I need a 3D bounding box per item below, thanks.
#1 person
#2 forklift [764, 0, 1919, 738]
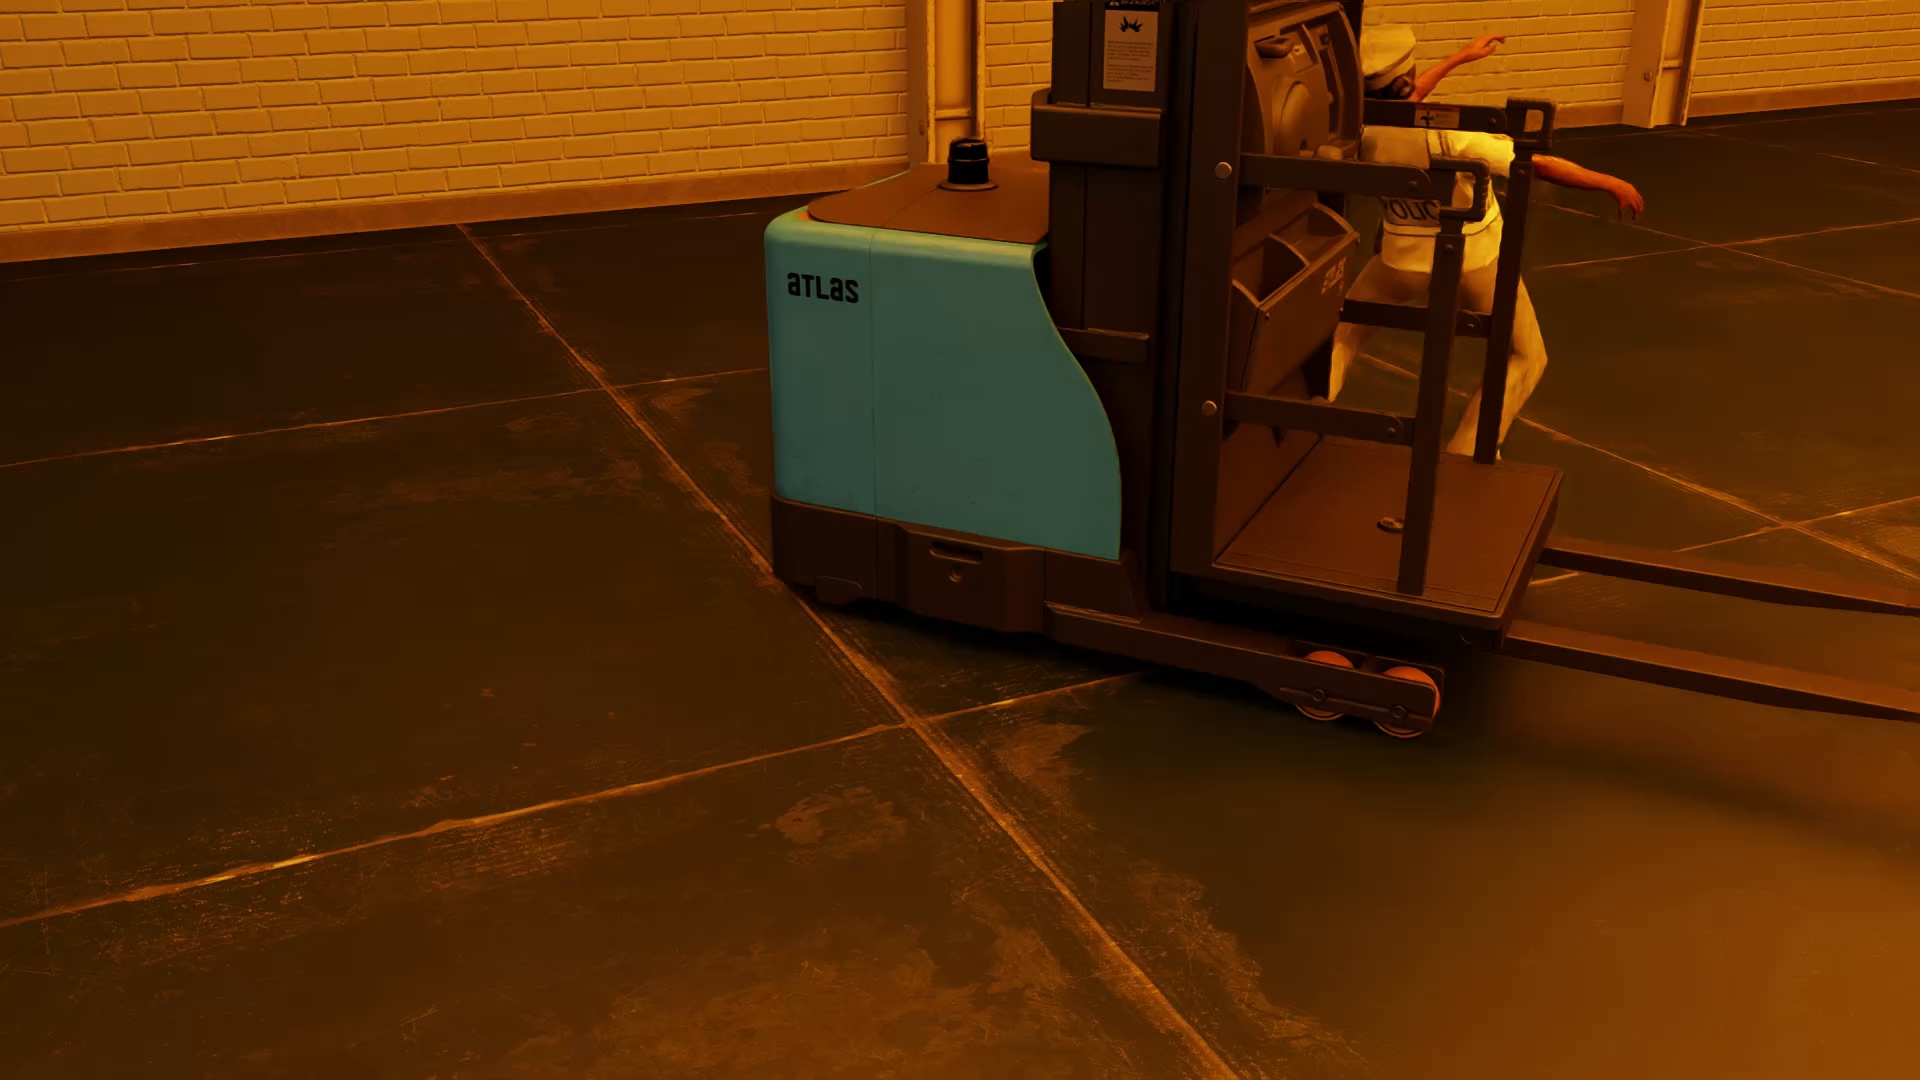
[{"bbox_3d":[1.609,-0.880,5.261,0.967,1.450,0.740,11,25,24],"label":"person"},{"bbox_3d":[1.027,-1.114,3.968,3.031,2.935,1.130,11,25,24],"label":"forklift"}]
